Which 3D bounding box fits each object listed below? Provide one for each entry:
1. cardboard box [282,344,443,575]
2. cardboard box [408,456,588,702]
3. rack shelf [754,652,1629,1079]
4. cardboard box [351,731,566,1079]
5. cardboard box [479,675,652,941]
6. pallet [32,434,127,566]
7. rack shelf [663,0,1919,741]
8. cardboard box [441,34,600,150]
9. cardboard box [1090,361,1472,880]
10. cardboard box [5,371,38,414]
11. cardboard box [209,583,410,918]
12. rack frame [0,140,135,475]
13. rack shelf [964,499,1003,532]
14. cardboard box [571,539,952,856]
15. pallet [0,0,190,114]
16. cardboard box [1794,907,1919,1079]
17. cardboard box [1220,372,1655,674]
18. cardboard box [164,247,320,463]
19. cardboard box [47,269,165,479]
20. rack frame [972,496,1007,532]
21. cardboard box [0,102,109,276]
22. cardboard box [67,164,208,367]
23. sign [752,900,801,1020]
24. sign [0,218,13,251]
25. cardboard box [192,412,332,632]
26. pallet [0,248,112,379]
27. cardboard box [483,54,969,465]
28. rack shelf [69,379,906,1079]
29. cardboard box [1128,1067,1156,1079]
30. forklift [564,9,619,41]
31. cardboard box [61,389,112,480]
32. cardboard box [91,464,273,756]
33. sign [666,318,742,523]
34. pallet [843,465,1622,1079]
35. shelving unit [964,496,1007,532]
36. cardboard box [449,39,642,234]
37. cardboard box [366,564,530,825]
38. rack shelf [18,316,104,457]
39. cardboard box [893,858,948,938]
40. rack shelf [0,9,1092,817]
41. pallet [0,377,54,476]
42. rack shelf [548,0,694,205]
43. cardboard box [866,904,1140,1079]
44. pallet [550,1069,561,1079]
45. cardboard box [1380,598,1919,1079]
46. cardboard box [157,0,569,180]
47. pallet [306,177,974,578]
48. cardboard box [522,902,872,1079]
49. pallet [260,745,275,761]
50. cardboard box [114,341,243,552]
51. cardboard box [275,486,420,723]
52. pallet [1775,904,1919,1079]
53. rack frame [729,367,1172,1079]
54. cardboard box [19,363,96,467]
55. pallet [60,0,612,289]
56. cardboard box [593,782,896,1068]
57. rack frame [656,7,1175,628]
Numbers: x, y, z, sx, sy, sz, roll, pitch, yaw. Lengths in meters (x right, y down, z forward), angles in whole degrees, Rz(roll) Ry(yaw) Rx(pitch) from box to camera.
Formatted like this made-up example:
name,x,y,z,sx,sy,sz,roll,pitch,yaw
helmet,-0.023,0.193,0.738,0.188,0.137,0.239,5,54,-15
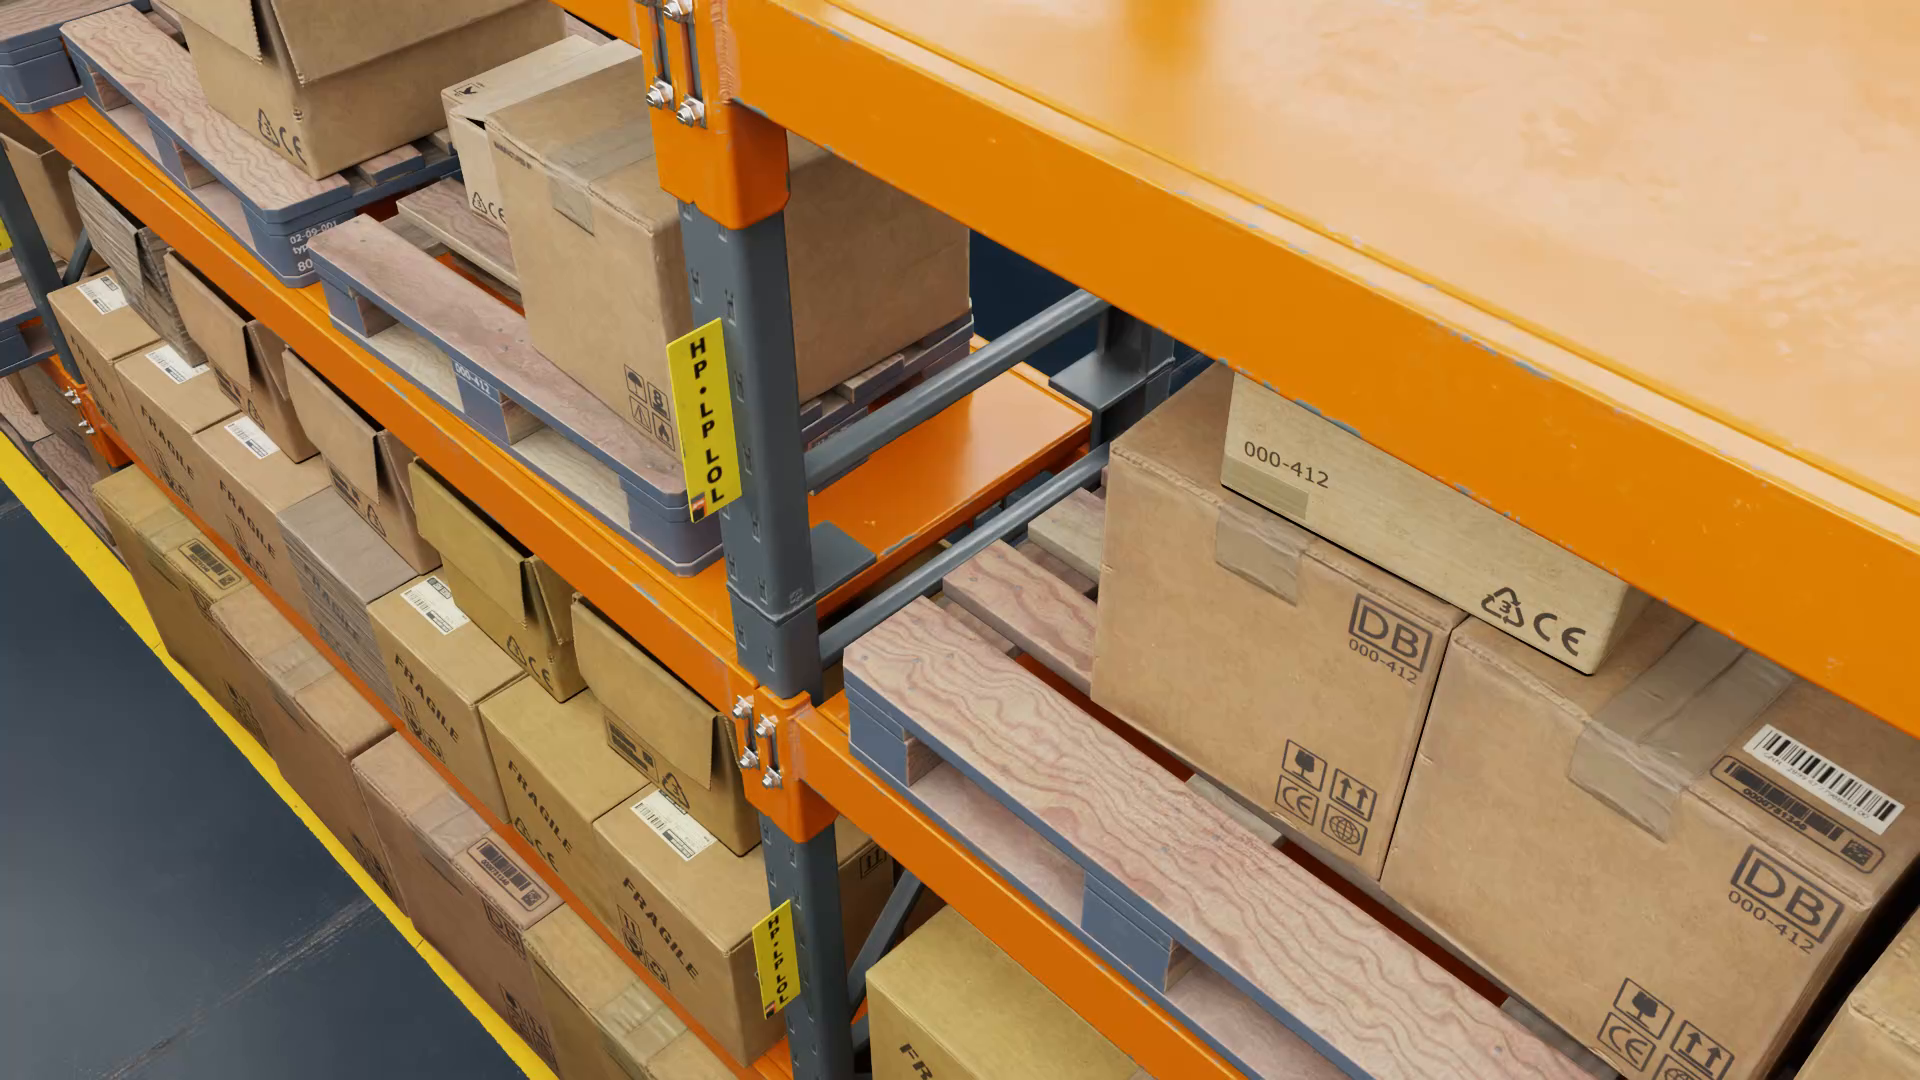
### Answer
name,x,y,z,sx,sy,sz,roll,pitch,yaw
cardboard box,-1.370,-0.360,4.617,0.797,0.503,0.637,-32,52,-30
cardboard box,-0.920,-0.069,4.302,0.797,0.503,0.637,-33,52,-31
rack shelf,1.426,1.098,2.172,1.077,0.370,4.000,-34,53,-31
cardboard box,-1.084,0.873,5.351,0.875,0.875,1.225,32,52,30
cardboard box,-0.855,0.602,4.314,0.500,0.500,0.500,-32,52,-30
pallet,-3.362,-0.300,7.419,1.003,0.211,1.213,-34,53,-31
rack shelf,1.426,0.143,1.290,1.077,0.370,4.000,-34,53,-31
cardboard box,-0.932,-0.977,3.762,0.250,0.149,0.380,32,52,30
cardboard box,0.609,-0.008,2.381,0.500,0.500,0.700,31,51,29
cardboard box,-4.104,-1.033,7.676,0.700,0.500,0.500,-30,50,-28
cardboard box,-1.714,0.452,5.807,1.225,0.875,0.875,-34,52,-31
rack frame,-2.811,-0.948,6.066,1.000,3.000,0.127,-34,53,-31
rack shelf,0.038,-0.148,7.062,0.215,0.259,0.240,-34,53,-31
cardboard box,-0.443,0.266,3.939,0.637,0.503,0.797,33,52,30
pallet,-2.319,-1.696,4.804,1.213,0.211,1.003,-32,51,-30
cardboard box,1.254,0.572,1.754,0.700,0.500,0.500,-32,51,-30
cardboard box,0.673,-0.176,2.010,0.500,0.250,0.500,31,51,29
cardboard box,-1.848,-0.680,4.962,0.797,0.503,0.637,-33,52,-30
cardboard box,-2.661,-0.621,5.638,0.500,0.500,0.500,-33,52,-30
rack frame,0.124,-0.301,6.802,0.200,1.050,0.008,-34,53,-31
cardboard box,-3.221,-1.379,6.149,0.500,0.500,0.500,28,50,27
cardboard box,-2.306,-0.994,5.303,0.797,0.503,0.637,-32,52,-30
sign,-0.364,0.843,3.333,0.100,0.325,0.005,-34,53,-31
sign,-3.189,-1.079,5.413,0.100,0.325,0.005,-34,53,-31
cardboard box,-1.930,-0.129,5.106,0.500,0.500,0.500,33,52,31
pallet,-3.390,-1.169,6.446,1.213,0.211,1.003,-34,53,-31
cardboard box,-0.403,-0.592,3.088,0.700,0.500,0.500,-33,52,-30
rack shelf,-1.399,0.277,5.270,1.077,0.370,4.000,-34,53,-31
cardboard box,0.513,1.238,3.039,0.500,0.500,0.500,-34,53,-31
forklift,-1.652,-2.628,7.935,1.130,2.935,3.031,-26,49,-25
cardboard box,-3.298,-0.504,7.103,0.500,0.500,0.700,31,51,29
cardboard box,-2.339,0.020,6.275,0.875,0.875,1.225,32,51,30
sign,-0.364,-0.168,2.399,0.100,0.325,0.005,-34,53,-31
pallet,0.584,0.303,2.567,1.003,0.211,1.213,-34,53,-31
shelving unit,0.038,-0.360,6.866,0.215,1.050,0.252,-34,53,-31
cardboard box,-0.697,-0.819,3.473,0.500,0.311,0.500,32,52,30
cardboard box,-1.228,0.355,4.582,0.500,0.500,0.500,34,52,31
rack shelf,-4.224,-1.645,7.350,1.077,0.370,4.000,-34,53,-31
cardboard box,-0.134,0.597,4.321,0.500,0.500,0.500,-34,52,-31
rack shelf,-1.399,-0.824,4.252,1.077,0.370,4.000,-34,53,-31
pallet,-4.219,-0.886,8.053,1.003,0.211,1.213,-34,53,-31
rack shelf,-1.399,-1.779,3.370,1.077,0.370,4.000,-34,53,-31
cardboard box,0.171,0.997,3.299,0.500,0.500,0.500,-34,53,-31
pallet,-0.585,1.664,5.294,1.003,0.211,1.213,-34,53,-31
cardboard box,0.986,0.253,2.099,0.700,0.500,0.500,-31,51,-29
cardboard box,-1.353,-1.270,3.819,0.637,0.503,0.797,34,52,31
pallet,-0.669,-0.474,3.484,1.217,0.209,0.805,32,52,30
cardboard box,-0.452,1.302,4.887,1.225,0.875,0.875,-34,52,-31
pallet,-2.308,0.491,6.563,1.003,0.211,1.213,-34,53,-31
cardboard box,-2.295,-0.374,5.371,0.500,0.500,0.500,33,52,30
cardboard box,-1.579,0.112,4.845,0.500,0.500,0.500,-34,52,-31
pallet,1.441,0.889,1.933,1.003,0.211,1.213,-34,53,-31
rack frame,0.014,0.974,3.986,1.000,3.000,0.127,-34,53,-31
cardboard box,-3.699,-0.764,7.385,0.500,0.500,0.700,30,50,28
pallet,-1.527,-1.160,4.224,1.003,0.211,1.213,-32,51,-30
cardboard box,-0.510,0.844,4.053,0.500,0.500,0.500,-34,52,-31
rack frame,0.014,-1.229,1.950,1.000,3.000,0.127,-34,53,-31
